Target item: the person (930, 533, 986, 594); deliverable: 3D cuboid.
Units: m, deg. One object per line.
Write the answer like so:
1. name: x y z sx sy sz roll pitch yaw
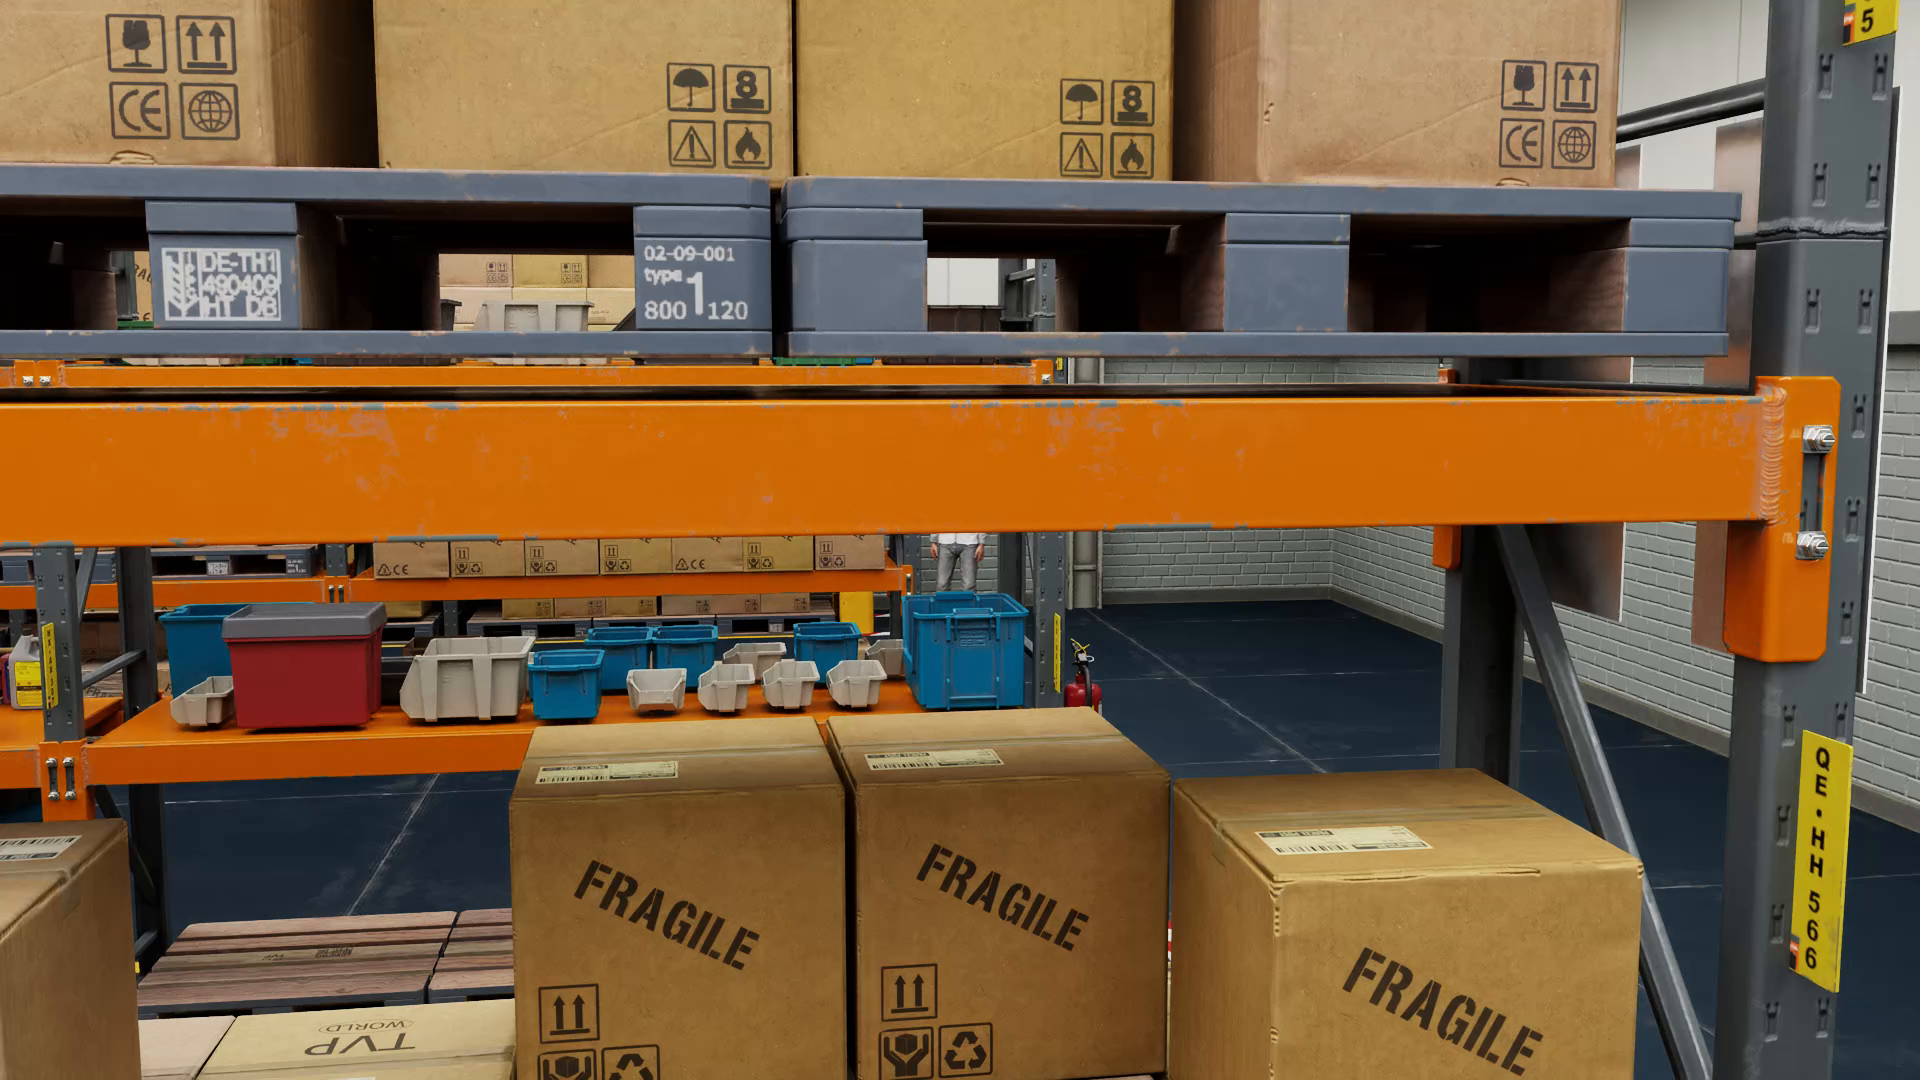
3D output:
1. person: -0.020 0.063 17.034 0.580 1.771 0.463 1 7 12
